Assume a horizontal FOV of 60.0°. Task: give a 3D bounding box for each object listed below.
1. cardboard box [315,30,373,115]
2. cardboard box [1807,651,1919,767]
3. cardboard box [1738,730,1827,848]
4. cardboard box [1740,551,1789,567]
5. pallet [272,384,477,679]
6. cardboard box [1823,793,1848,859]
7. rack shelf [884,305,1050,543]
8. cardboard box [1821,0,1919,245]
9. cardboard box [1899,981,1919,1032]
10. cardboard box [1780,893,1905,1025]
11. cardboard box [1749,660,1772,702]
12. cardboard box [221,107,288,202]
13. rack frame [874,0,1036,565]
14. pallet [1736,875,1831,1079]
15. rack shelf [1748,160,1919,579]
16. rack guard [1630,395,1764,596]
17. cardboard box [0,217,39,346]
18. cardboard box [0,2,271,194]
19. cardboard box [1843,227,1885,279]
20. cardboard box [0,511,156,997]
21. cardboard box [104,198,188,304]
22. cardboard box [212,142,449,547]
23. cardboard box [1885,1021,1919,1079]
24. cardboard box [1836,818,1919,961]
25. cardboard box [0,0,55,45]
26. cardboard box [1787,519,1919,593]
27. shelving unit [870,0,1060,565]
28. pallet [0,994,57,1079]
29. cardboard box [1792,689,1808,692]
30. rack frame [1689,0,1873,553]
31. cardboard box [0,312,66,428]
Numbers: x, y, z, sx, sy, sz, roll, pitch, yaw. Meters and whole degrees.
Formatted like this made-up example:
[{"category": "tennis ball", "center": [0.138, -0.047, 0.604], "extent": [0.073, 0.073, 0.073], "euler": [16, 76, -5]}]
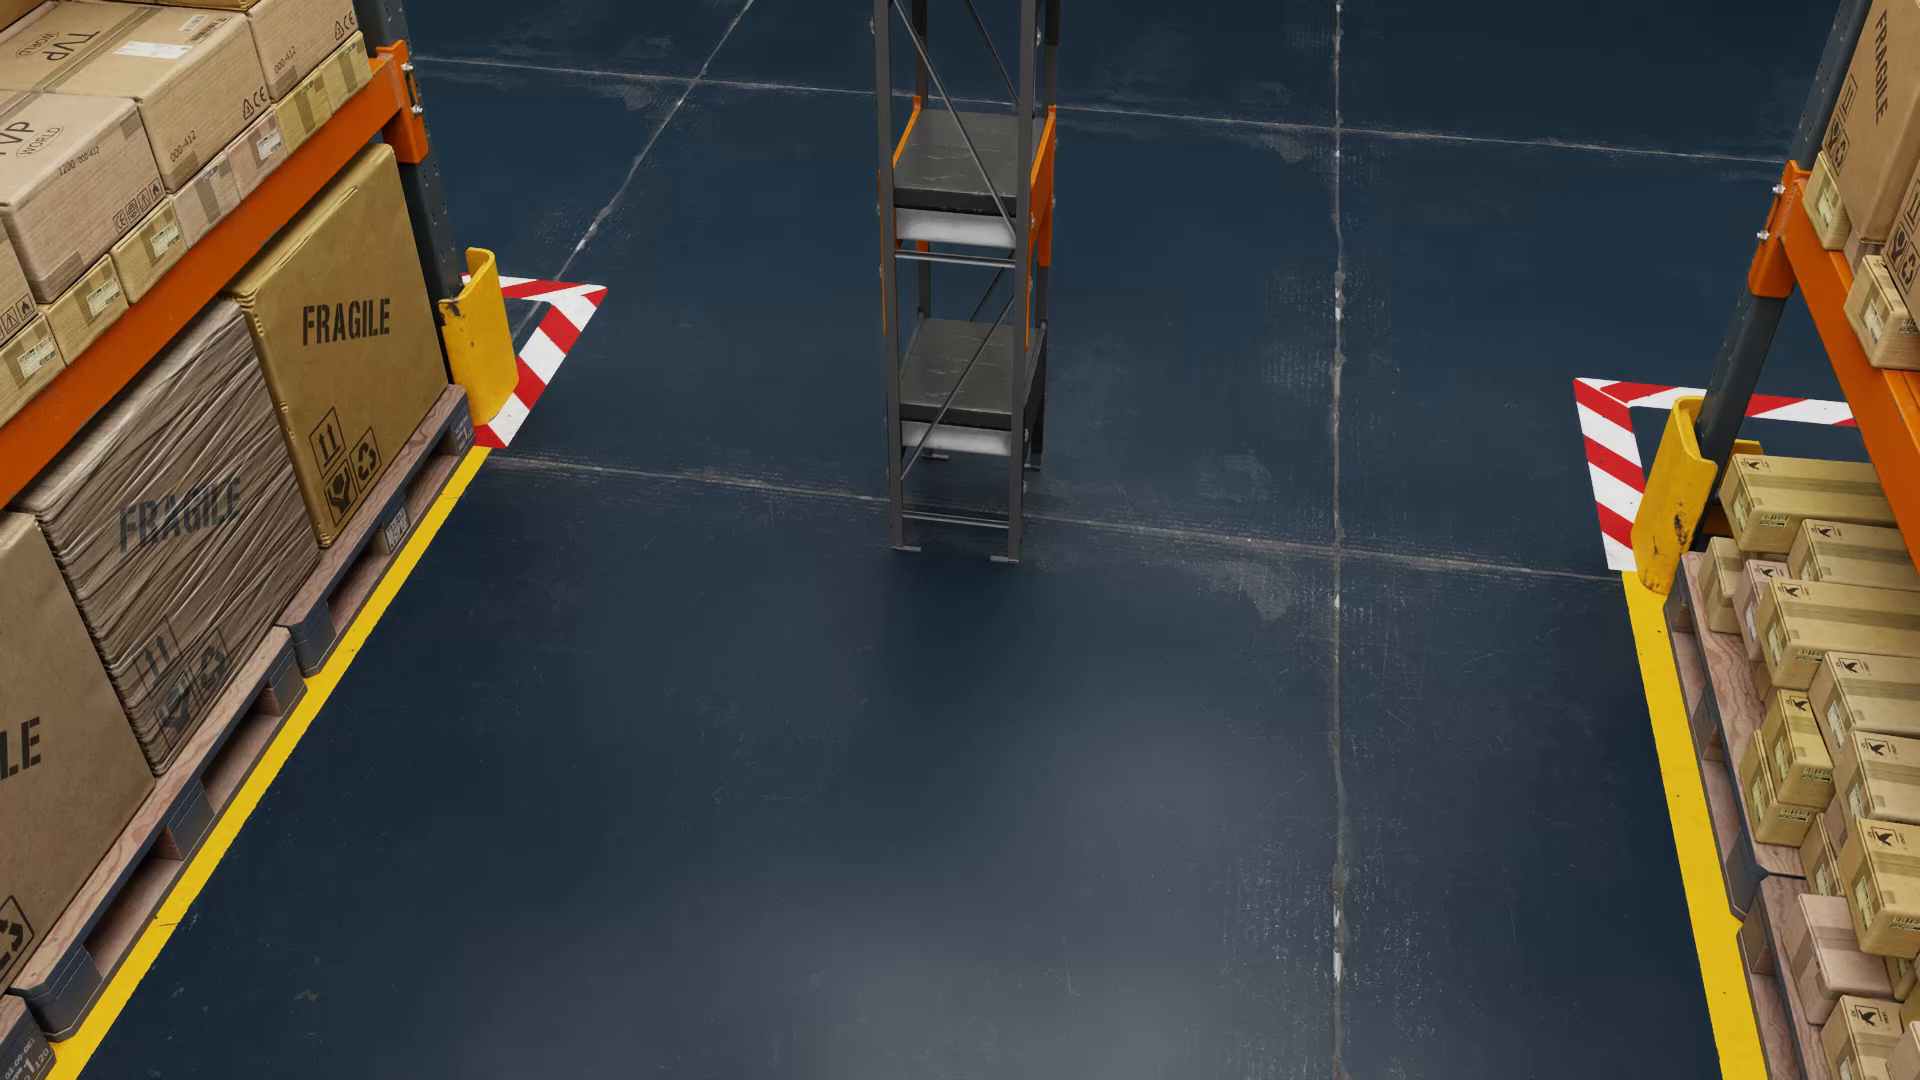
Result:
[{"category": "cardboard box", "center": [-1.911, -1.340, 4.714], "extent": [0.380, 0.149, 0.250], "euler": [7, 40, 9]}, {"category": "cardboard box", "center": [2.209, 0.408, 3.844], "extent": [0.380, 0.149, 0.250], "euler": [5, 40, 5]}, {"category": "cardboard box", "center": [2.135, 0.622, 4.051], "extent": [0.380, 0.149, 0.250], "euler": [7, 40, 8]}, {"category": "cardboard box", "center": [2.351, 0.036, 4.526], "extent": [0.380, 0.149, 0.250], "euler": [8, 40, 10]}, {"category": "pallet", "center": [-2.235, -0.111, 5.219], "extent": [1.003, 0.211, 1.213], "euler": [6, 40, 8]}, {"category": "cardboard box", "center": [2.189, 0.692, 3.734], "extent": [0.380, 0.149, 0.250], "euler": [5, 40, 6]}, {"category": "rack shelf", "center": [0.029, -0.363, 5.161], "extent": [0.431, 0.518, 0.480], "euler": [6, 40, 8]}, {"category": "cardboard box", "center": [2.345, -0.988, 3.779], "extent": [0.500, 0.500, 0.500], "euler": [8, 40, 10]}, {"category": "cardboard box", "center": [2.126, 1.035, 3.319], "extent": [0.380, 0.149, 0.250], "euler": [8, 40, 10]}, {"category": "cardboard box", "center": [2.056, 0.940, 3.667], "extent": [0.380, 0.149, 0.250], "euler": [5, 40, 6]}, {"category": "cardboard box", "center": [2.324, 0.317, 4.420], "extent": [0.380, 0.149, 0.250], "euler": [6, 40, 7]}, {"category": "cardboard box", "center": [-1.999, -1.018, 4.325], "extent": [0.380, 0.149, 0.250], "euler": [6, 40, 8]}, {"category": "rack frame", "center": [-0.014, -0.760, 4.521], "extent": [0.400, 2.100, 0.015], "euler": [6, 40, 8]}, {"category": "pallet", "center": [2.292, 1.305, 3.505], "extent": [1.003, 0.211, 1.213], "euler": [6, 40, 8]}, {"category": "rack shelf", "center": [2.348, 0.446, 2.921], "extent": [1.077, 0.370, 4.000], "euler": [6, 40, 8]}, {"category": "rack guard", "center": [2.681, -0.075, 4.949], "extent": [1.175, 0.500, 0.348], "euler": [6, 40, 8]}, {"category": "cardboard box", "center": [-2.258, -0.455, 3.331], "extent": [0.500, 0.250, 0.500], "euler": [6, 40, 8]}, {"category": "cardboard box", "center": [-2.084, -1.102, 4.113], "extent": [0.500, 0.250, 0.500], "euler": [6, 40, 7]}, {"category": "cardboard box", "center": [2.312, -0.658, 3.889], "extent": [0.380, 0.149, 0.250], "euler": [8, 40, 9]}, {"category": "cardboard box", "center": [-2.517, 0.501, 3.628], "extent": [0.875, 0.875, 0.875], "euler": [6, 40, 8]}, {"category": "cardboard box", "center": [-2.086, -0.699, 3.938], "extent": [0.380, 0.149, 0.250], "euler": [6, 40, 7]}, {"category": "cardboard box", "center": [-2.205, -0.629, 4.995], "extent": [0.875, 0.875, 0.875], "euler": [6, 40, 8]}, {"category": "cardboard box", "center": [1.961, 1.053, 3.063], "extent": [0.380, 0.149, 0.250], "euler": [5, 40, 6]}, {"category": "cardboard box", "center": [2.061, 0.741, 3.441], "extent": [0.380, 0.149, 0.250], "euler": [7, 40, 8]}, {"category": "cardboard box", "center": [-2.606, -1.155, 4.177], "extent": [0.500, 0.250, 0.500], "euler": [6, 40, 7]}, {"category": "cardboard box", "center": [2.340, 0.099, 4.217], "extent": [0.380, 0.149, 0.250], "euler": [7, 40, 8]}, {"category": "shelving unit", "center": [0.029, -0.913, 4.707], "extent": [0.431, 2.100, 0.503], "euler": [6, 40, 8]}, {"category": "pallet", "center": [-2.657, 1.420, 3.367], "extent": [1.003, 0.211, 1.213], "euler": [6, 40, 8]}, {"category": "cardboard box", "center": [2.293, 0.365, 4.128], "extent": [0.380, 0.149, 0.250], "euler": [7, 40, 8]}, {"category": "rack frame", "center": [2.694, -1.086, 4.210], "extent": [1.000, 3.000, 0.127], "euler": [6, 40, 8]}, {"category": "cardboard box", "center": [-2.175, -0.381, 3.554], "extent": [0.380, 0.149, 0.250], "euler": [7, 40, 9]}]
